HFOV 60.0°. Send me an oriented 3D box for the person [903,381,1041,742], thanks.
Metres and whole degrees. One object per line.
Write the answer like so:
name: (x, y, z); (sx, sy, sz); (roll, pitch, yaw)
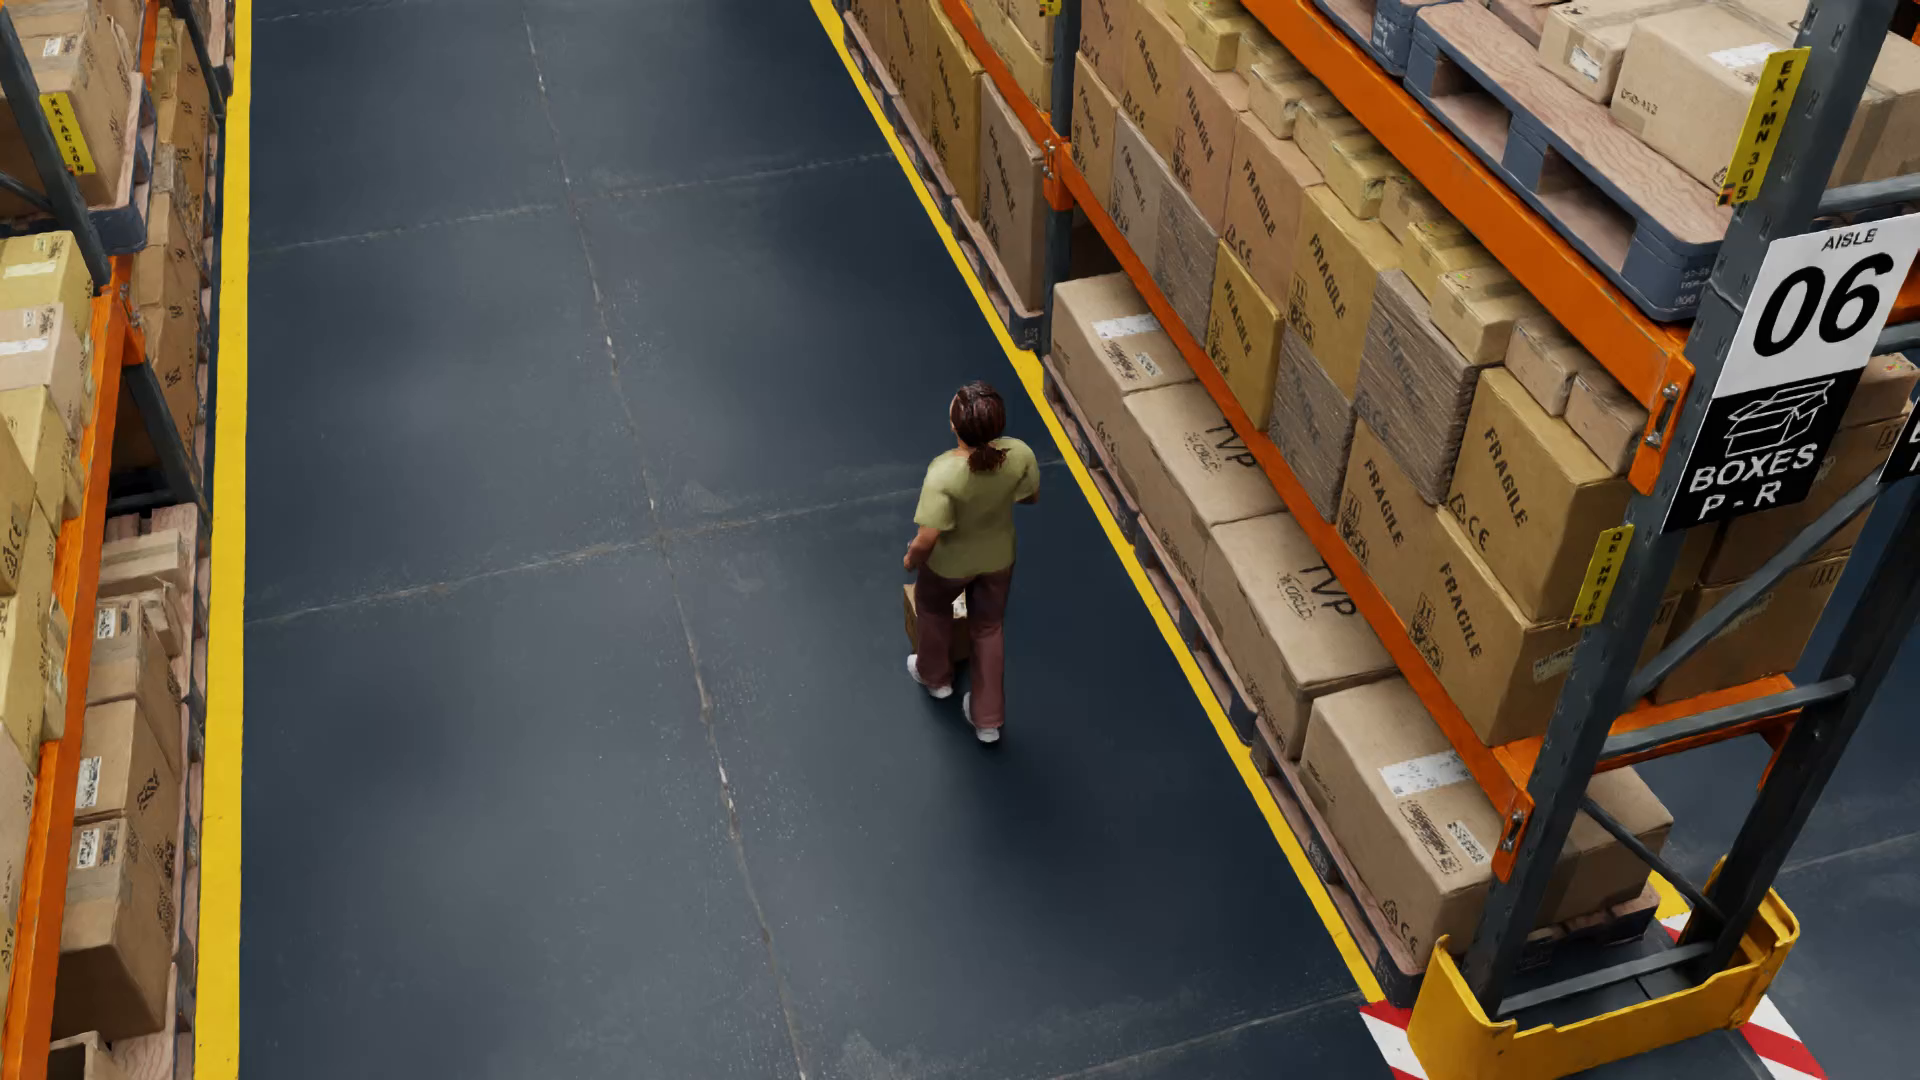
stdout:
person: (0.013, 0.041, 6.149); (0.532, 1.686, 0.603); (-11, 44, -12)
